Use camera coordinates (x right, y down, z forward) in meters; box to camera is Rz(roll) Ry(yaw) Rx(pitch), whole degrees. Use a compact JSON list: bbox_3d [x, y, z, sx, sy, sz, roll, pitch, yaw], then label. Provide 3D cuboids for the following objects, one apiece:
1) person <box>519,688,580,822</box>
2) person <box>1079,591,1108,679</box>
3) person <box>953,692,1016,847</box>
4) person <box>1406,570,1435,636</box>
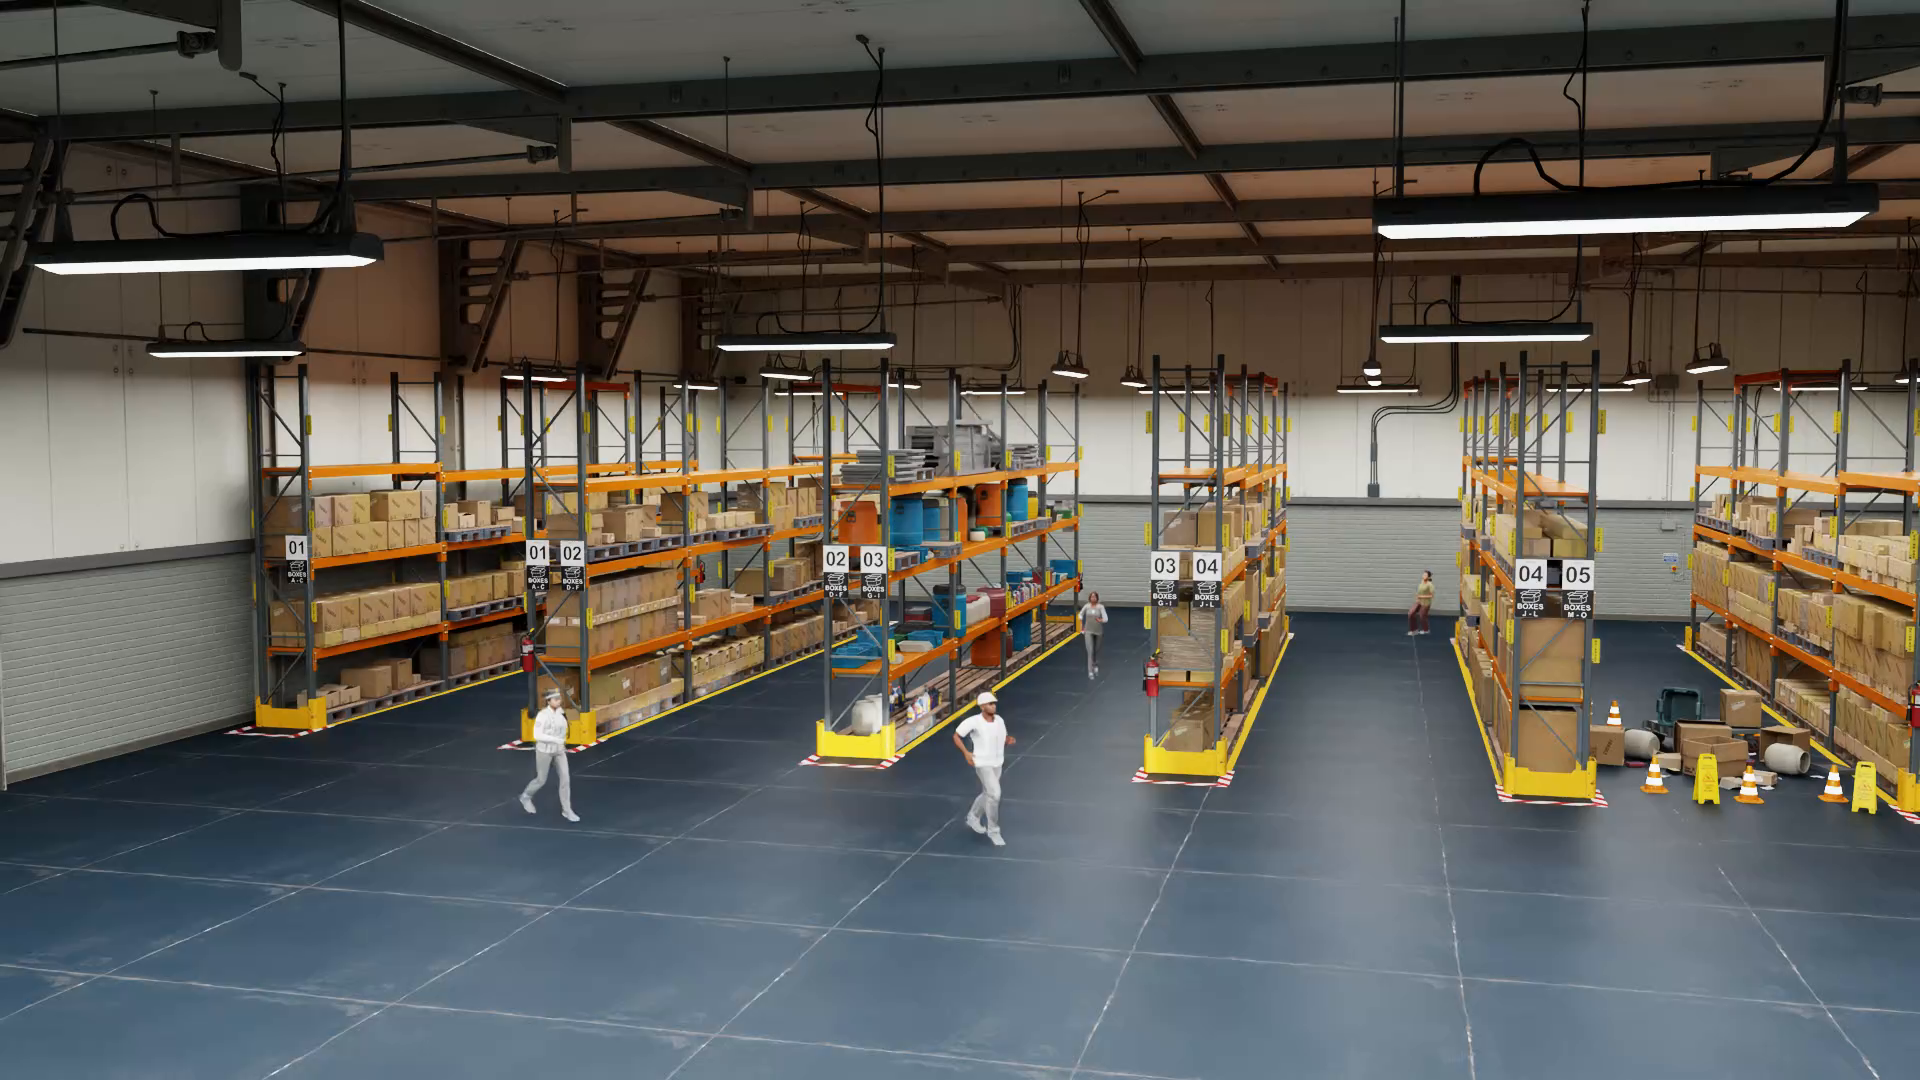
[{"bbox_3d":[-5.217,2.695,21.090,0.935,1.691,0.583,3,5,36],"label":"person"},{"bbox_3d":[2.486,1.762,31.002,0.537,1.614,0.830,0,4,2],"label":"person"},{"bbox_3d":[0.326,2.735,20.034,0.738,1.820,0.678,4,5,42],"label":"person"},{"bbox_3d":[10.977,1.503,39.290,0.655,1.618,0.747,-2,4,-23],"label":"person"}]
